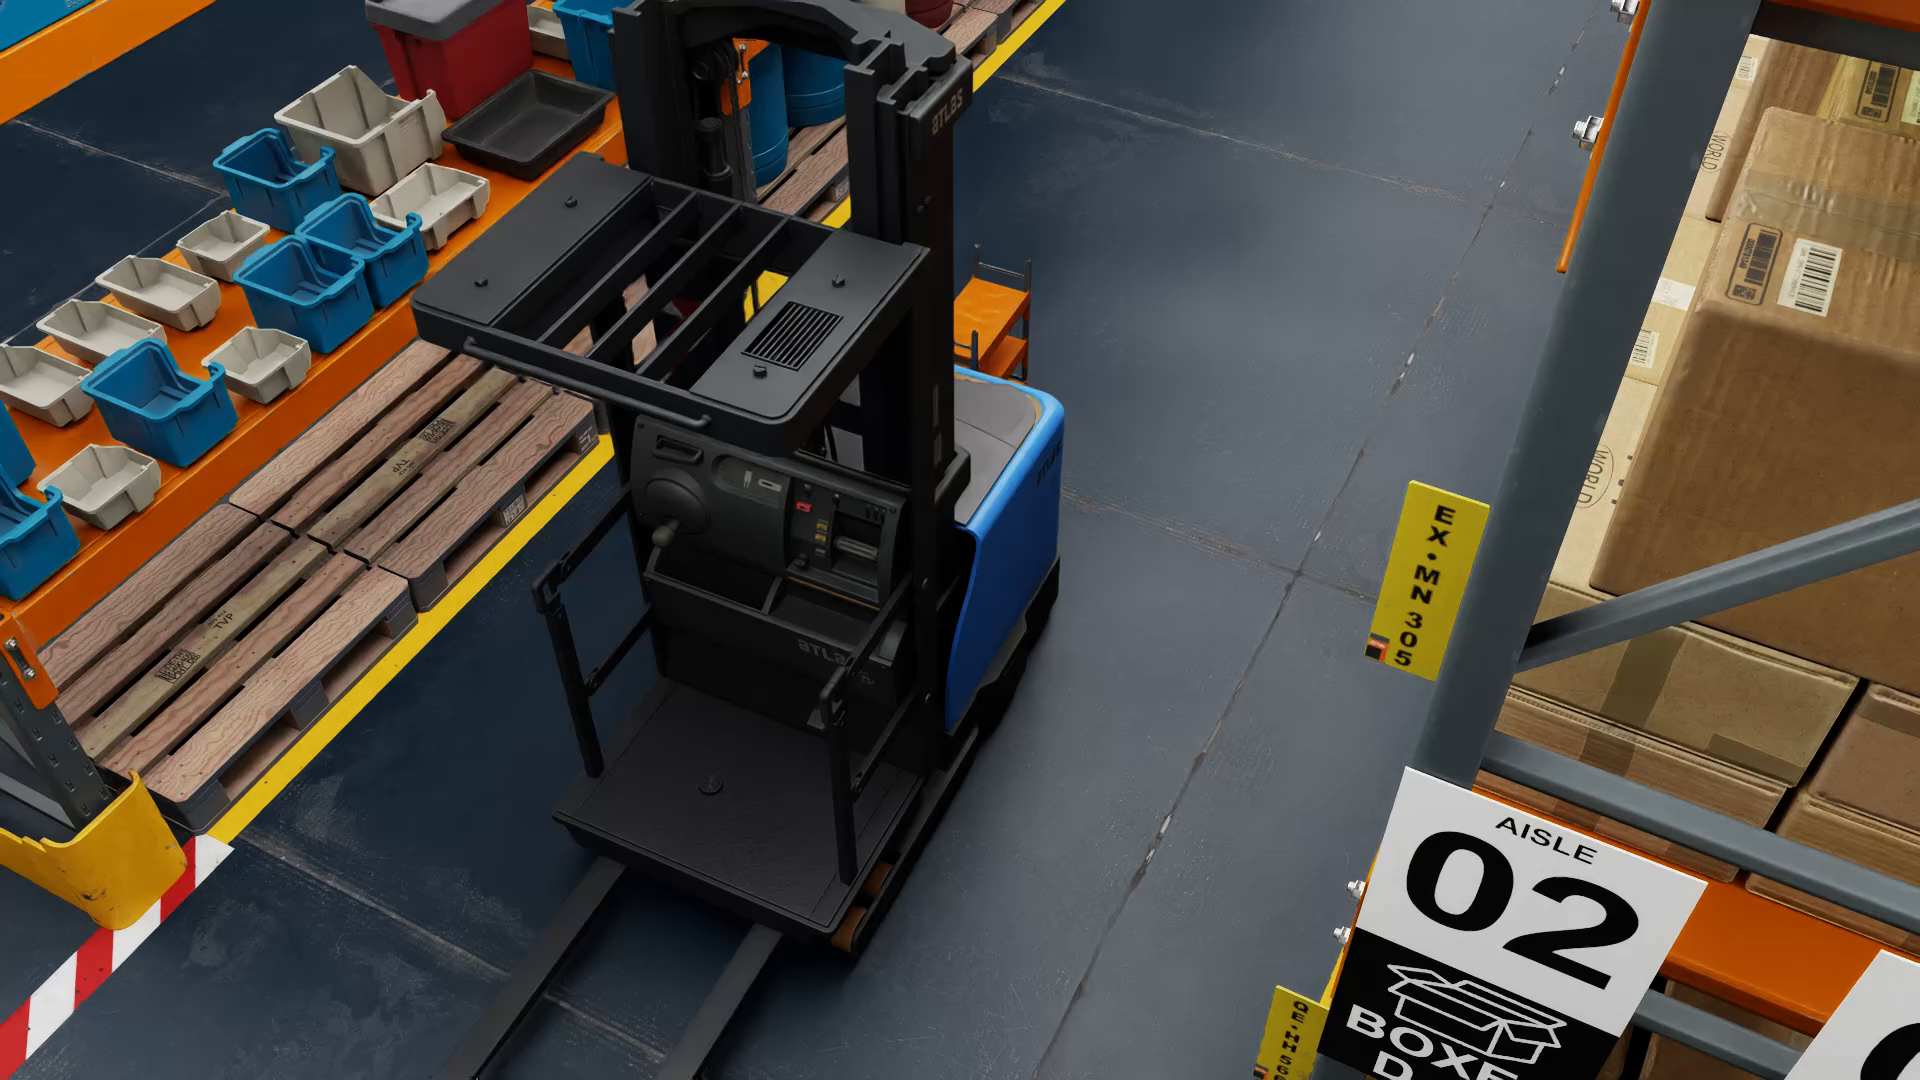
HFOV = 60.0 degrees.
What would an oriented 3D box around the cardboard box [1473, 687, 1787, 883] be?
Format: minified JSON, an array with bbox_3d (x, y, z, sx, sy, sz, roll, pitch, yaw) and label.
[{"bbox_3d":[1.082,0.207,2.712,0.500,0.250,0.500,20,49,19],"label":"cardboard box"}]

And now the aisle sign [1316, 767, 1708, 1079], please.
[{"bbox_3d":[0.774,0.648,2.453,0.394,0.787,0.004,20,49,19],"label":"aisle sign"}]

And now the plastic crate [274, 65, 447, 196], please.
[{"bbox_3d":[-2.324,-1.616,6.559,0.437,0.282,0.530,20,49,19],"label":"plastic crate"}]

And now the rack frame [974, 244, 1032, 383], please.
[{"bbox_3d":[0.165,-0.690,6.868,0.240,1.200,0.015,19,48,18],"label":"rack frame"}]

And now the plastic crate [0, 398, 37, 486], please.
[{"bbox_3d":[-3.319,-0.324,5.174,0.616,0.435,0.499,20,49,19],"label":"plastic crate"}]

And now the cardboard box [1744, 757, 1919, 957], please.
[{"bbox_3d":[1.540,0.378,2.543,0.500,0.250,0.500,20,49,19],"label":"cardboard box"}]

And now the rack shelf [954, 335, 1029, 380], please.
[{"bbox_3d":[0.060,-0.643,6.602,0.258,0.148,0.480,19,48,18],"label":"rack shelf"}]

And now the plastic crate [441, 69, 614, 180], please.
[{"bbox_3d":[-1.734,-1.668,6.721,0.437,0.125,0.590,20,49,19],"label":"plastic crate"}]

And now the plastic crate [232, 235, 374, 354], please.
[{"bbox_3d":[-2.291,-0.857,5.843,0.416,0.233,0.300,20,49,19],"label":"plastic crate"}]

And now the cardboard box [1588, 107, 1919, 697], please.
[{"bbox_3d":[1.301,-0.150,2.187,0.700,0.500,0.500,20,49,19],"label":"cardboard box"}]

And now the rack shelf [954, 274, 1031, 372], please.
[{"bbox_3d":[0.060,-0.809,6.434,0.258,0.148,0.480,19,48,18],"label":"rack shelf"}]

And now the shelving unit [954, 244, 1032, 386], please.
[{"bbox_3d":[0.060,-0.533,6.713,0.258,1.200,0.503,19,48,18],"label":"shelving unit"}]

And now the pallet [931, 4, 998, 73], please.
[{"bbox_3d":[-0.492,-2.802,9.650,1.003,0.211,1.213,20,49,19],"label":"pallet"}]

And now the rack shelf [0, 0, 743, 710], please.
[{"bbox_3d":[-2.380,-1.025,6.440,1.077,0.370,4.000,20,49,19],"label":"rack shelf"}]

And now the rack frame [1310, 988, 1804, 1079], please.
[{"bbox_3d":[1.077,1.620,3.320,1.000,3.000,0.127,20,49,19],"label":"rack frame"}]

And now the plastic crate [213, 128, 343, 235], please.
[{"bbox_3d":[-2.583,-1.359,6.339,0.416,0.233,0.300,20,49,19],"label":"plastic crate"}]

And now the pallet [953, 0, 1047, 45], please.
[{"bbox_3d":[0.076,-3.567,10.407,1.003,0.211,1.213,20,49,19],"label":"pallet"}]

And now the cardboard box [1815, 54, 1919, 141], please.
[{"bbox_3d":[1.608,-0.437,2.471,0.700,0.500,0.500,20,49,19],"label":"cardboard box"}]

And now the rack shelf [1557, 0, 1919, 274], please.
[{"bbox_3d":[2.005,-1.495,2.689,1.077,0.370,4.000,20,49,19],"label":"rack shelf"}]

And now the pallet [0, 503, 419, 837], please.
[{"bbox_3d":[-2.892,0.455,6.431,1.003,0.211,1.213,20,49,19],"label":"pallet"}]

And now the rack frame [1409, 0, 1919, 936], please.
[{"bbox_3d":[1.077,-0.489,1.186,1.000,3.000,0.127,20,49,19],"label":"rack frame"}]

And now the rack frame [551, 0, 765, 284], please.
[{"bbox_3d":[-1.452,-2.538,7.429,1.000,3.000,0.127,20,49,19],"label":"rack frame"}]

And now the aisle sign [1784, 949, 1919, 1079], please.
[{"bbox_3d":[1.305,0.846,2.257,0.394,0.787,0.004,20,49,19],"label":"aisle sign"}]

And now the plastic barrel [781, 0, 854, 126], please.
[{"bbox_3d":[-0.856,-2.731,8.800,0.600,0.901,0.708,20,49,19],"label":"plastic barrel"}]

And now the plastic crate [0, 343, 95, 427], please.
[{"bbox_3d":[-3.091,-0.520,5.578,0.396,0.136,0.243,20,49,19],"label":"plastic crate"}]

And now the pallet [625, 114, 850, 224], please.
[{"bbox_3d":[-1.057,-2.030,8.888,1.003,0.211,1.213,20,49,19],"label":"pallet"}]

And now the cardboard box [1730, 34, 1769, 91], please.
[{"bbox_3d":[1.783,-0.911,3.467,0.500,0.250,0.500,20,49,19],"label":"cardboard box"}]

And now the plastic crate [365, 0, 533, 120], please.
[{"bbox_3d":[-2.089,-2.102,6.911,0.402,0.464,0.583,20,49,19],"label":"plastic crate"}]

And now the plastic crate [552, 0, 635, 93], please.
[{"bbox_3d":[-1.367,-2.147,7.012,0.392,0.384,0.575,20,49,19],"label":"plastic crate"}]

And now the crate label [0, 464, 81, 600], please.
[{"bbox_3d":[-2.903,-0.027,5.023,0.416,0.233,0.303,20,49,19],"label":"crate label"}]

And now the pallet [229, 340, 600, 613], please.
[{"bbox_3d":[-2.324,-0.310,7.188,1.003,0.211,1.213,20,49,19],"label":"pallet"}]

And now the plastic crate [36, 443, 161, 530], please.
[{"bbox_3d":[-2.680,-0.168,5.230,0.250,0.136,0.298,20,49,19],"label":"plastic crate"}]

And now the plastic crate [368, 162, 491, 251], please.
[{"bbox_3d":[-1.994,-1.270,6.319,0.293,0.136,0.466,20,49,19],"label":"plastic crate"}]

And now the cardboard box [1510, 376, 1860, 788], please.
[{"bbox_3d":[1.089,0.034,2.532,0.500,0.250,0.500,20,49,19],"label":"cardboard box"}]

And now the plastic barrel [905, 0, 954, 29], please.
[{"bbox_3d":[-0.331,-3.333,9.615,0.600,0.588,0.708,20,49,19],"label":"plastic barrel"}]

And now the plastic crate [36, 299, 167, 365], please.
[{"bbox_3d":[-2.943,-0.698,5.754,0.396,0.136,0.243,20,49,19],"label":"plastic crate"}]

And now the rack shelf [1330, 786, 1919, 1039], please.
[{"bbox_3d":[2.005,-0.442,3.754,1.077,0.370,4.000,20,49,19],"label":"rack shelf"}]

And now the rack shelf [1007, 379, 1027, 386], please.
[{"bbox_3d":[0.060,-0.486,6.761,0.258,0.148,0.480,19,48,18],"label":"rack shelf"}]

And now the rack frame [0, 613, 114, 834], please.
[{"bbox_3d":[-3.309,-0.018,4.939,1.000,3.000,0.127,20,49,19],"label":"rack frame"}]

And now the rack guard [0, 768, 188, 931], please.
[{"bbox_3d":[-3.308,0.880,5.809,1.175,0.500,0.348,20,49,19],"label":"rack guard"}]

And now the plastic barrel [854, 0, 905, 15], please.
[{"bbox_3d":[-0.514,-2.920,9.261,0.421,0.512,0.421,0,45,0],"label":"plastic barrel"}]

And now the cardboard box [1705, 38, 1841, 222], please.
[{"bbox_3d":[1.745,-0.788,2.817,0.700,0.500,0.500,20,49,19],"label":"cardboard box"}]

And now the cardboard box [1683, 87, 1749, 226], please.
[{"bbox_3d":[1.557,-0.594,3.153,0.500,0.250,0.500,20,49,19],"label":"cardboard box"}]

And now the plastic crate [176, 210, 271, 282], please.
[{"bbox_3d":[-2.715,-1.074,6.126,0.298,0.136,0.250,20,49,19],"label":"plastic crate"}]

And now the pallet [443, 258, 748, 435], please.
[{"bbox_3d":[-1.759,-1.082,7.951,1.003,0.211,1.213,20,49,19],"label":"pallet"}]

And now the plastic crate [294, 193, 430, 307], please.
[{"bbox_3d":[-2.152,-1.046,6.030,0.416,0.233,0.300,20,49,19],"label":"plastic crate"}]

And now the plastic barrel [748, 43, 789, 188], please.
[{"bbox_3d":[-1.184,-2.285,8.359,0.600,0.901,0.708,20,49,19],"label":"plastic barrel"}]

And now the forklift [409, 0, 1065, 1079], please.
[{"bbox_3d":[-0.695,0.005,4.965,1.130,2.935,3.031,19,48,18],"label":"forklift"}]

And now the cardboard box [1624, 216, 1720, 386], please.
[{"bbox_3d":[1.321,-0.281,2.843,0.500,0.250,0.500,20,49,19],"label":"cardboard box"}]

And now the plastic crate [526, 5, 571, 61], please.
[{"bbox_3d":[-1.795,-2.220,7.259,0.396,0.136,0.243,20,49,19],"label":"plastic crate"}]

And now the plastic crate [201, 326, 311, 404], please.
[{"bbox_3d":[-2.365,-0.595,5.653,0.250,0.136,0.298,20,49,19],"label":"plastic crate"}]

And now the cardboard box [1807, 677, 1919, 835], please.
[{"bbox_3d":[1.546,0.205,2.364,0.500,0.250,0.500,20,49,19],"label":"cardboard box"}]

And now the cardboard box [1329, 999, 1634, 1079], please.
[{"bbox_3d":[1.040,0.862,3.296,0.500,0.500,0.500,20,49,19],"label":"cardboard box"}]

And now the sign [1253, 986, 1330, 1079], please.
[{"bbox_3d":[0.595,0.906,2.989,0.100,0.325,0.005,20,49,19],"label":"sign"}]

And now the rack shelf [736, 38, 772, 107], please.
[{"bbox_3d":[-0.524,-3.545,8.930,1.077,0.370,4.000,20,49,19],"label":"rack shelf"}]

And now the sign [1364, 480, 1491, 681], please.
[{"bbox_3d":[0.595,0.058,2.132,0.100,0.325,0.005,20,49,19],"label":"sign"}]

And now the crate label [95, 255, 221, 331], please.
[{"bbox_3d":[-2.836,-0.881,5.935,0.396,0.136,0.243,20,49,19],"label":"crate label"}]

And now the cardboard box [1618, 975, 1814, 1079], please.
[{"bbox_3d":[1.516,1.041,3.119,0.500,0.500,0.500,22,49,20],"label":"cardboard box"}]

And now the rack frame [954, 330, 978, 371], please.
[{"bbox_3d":[-0.045,-0.377,6.559,0.240,1.200,0.015,19,48,18],"label":"rack frame"}]

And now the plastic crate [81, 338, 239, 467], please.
[{"bbox_3d":[-2.597,-0.442,5.433,0.416,0.233,0.300,20,49,19],"label":"plastic crate"}]
